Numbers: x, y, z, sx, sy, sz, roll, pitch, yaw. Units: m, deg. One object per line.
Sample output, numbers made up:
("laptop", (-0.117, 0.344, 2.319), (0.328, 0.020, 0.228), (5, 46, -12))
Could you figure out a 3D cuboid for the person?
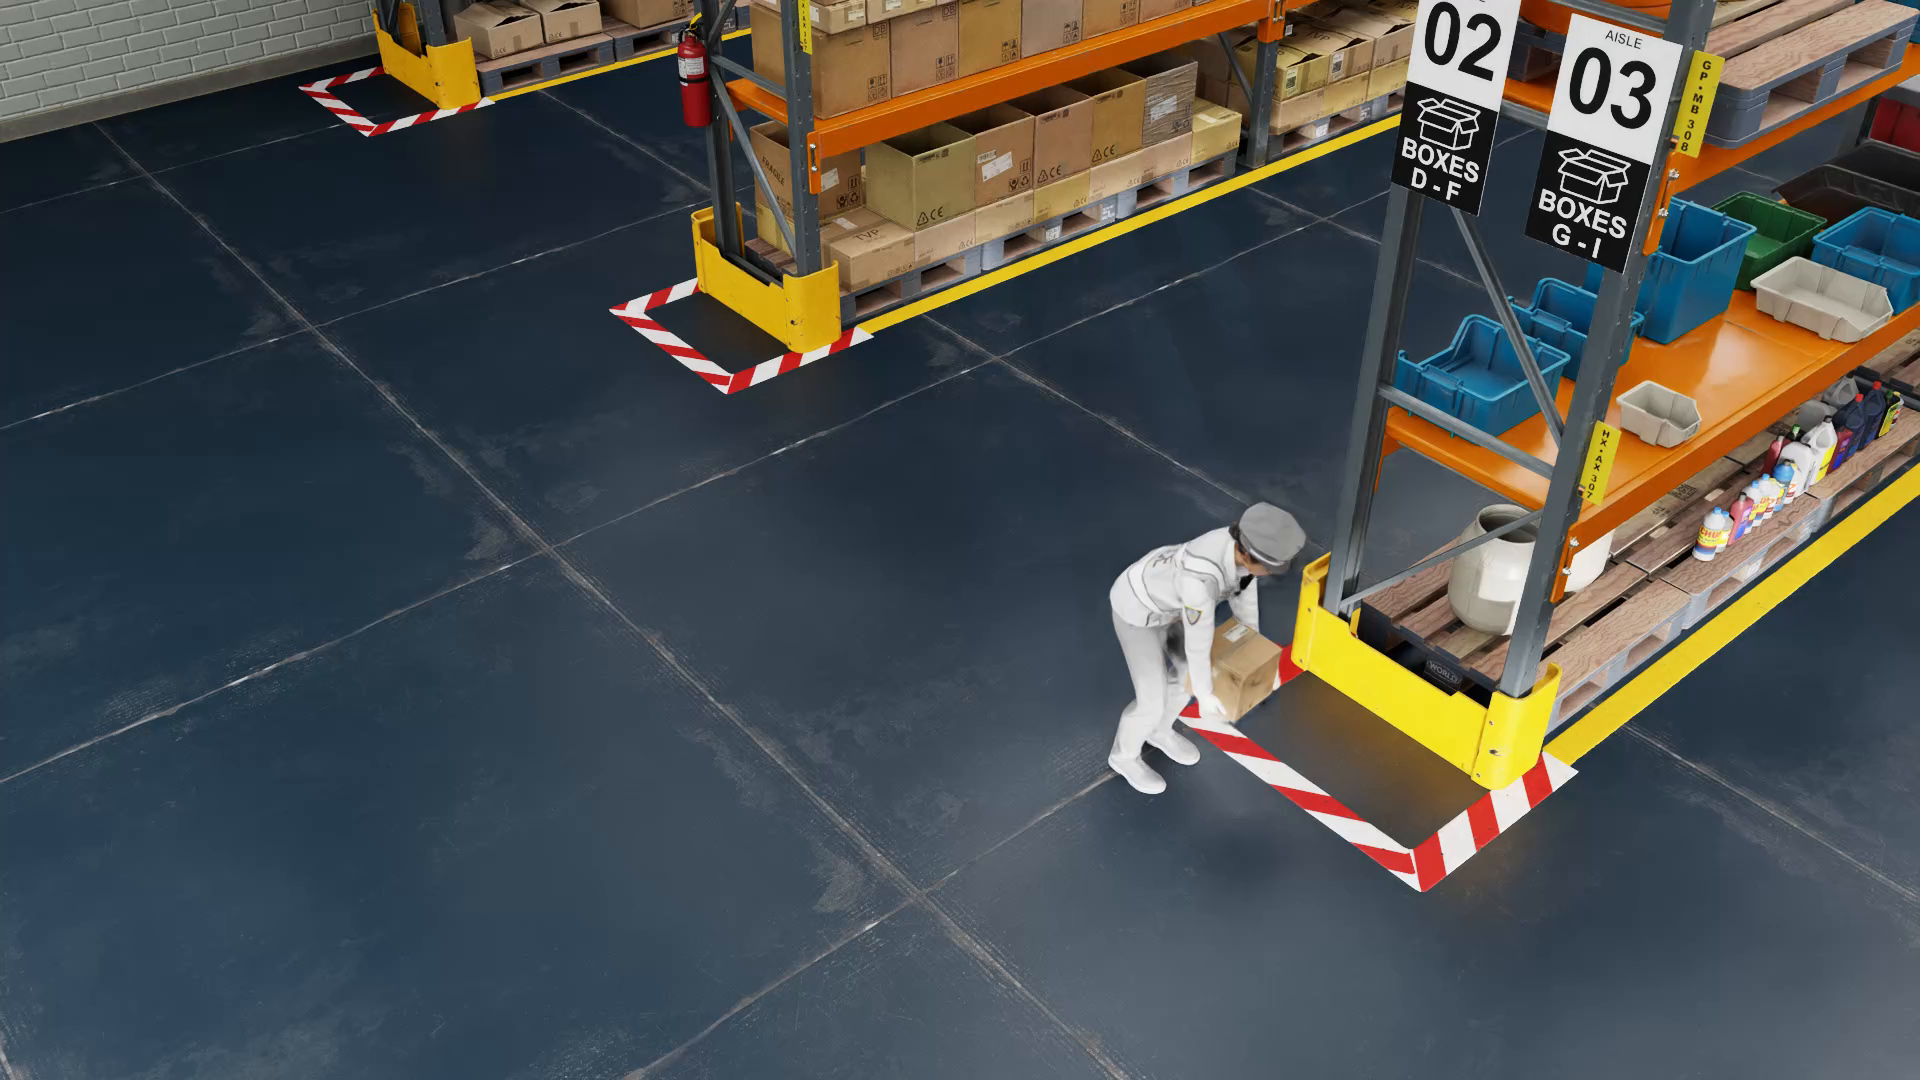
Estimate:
("person", (0.900, 0.337, 6.666), (0.578, 1.611, 0.414), (28, 44, 33))
